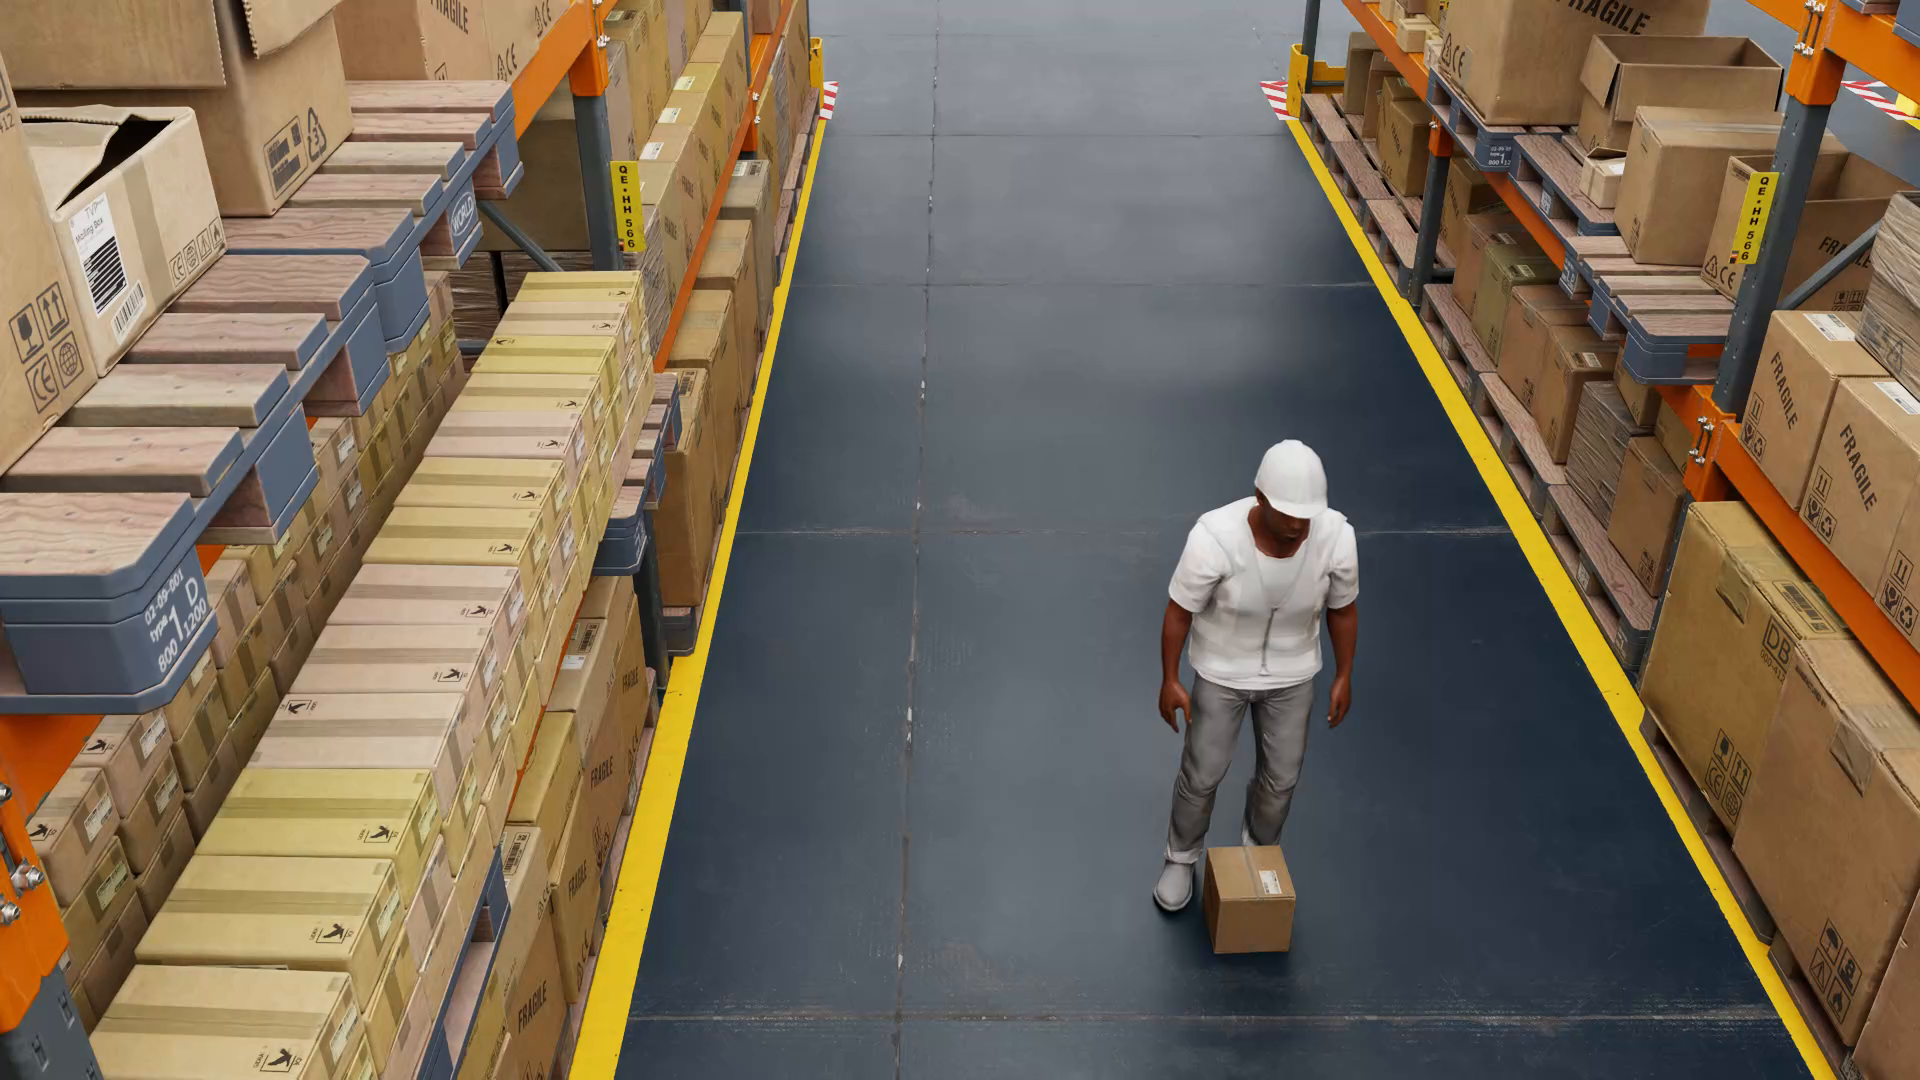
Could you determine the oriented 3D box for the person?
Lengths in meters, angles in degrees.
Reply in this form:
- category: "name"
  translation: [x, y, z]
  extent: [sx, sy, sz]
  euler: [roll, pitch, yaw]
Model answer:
- category: "person"
  translation: [0.959, 0.447, 5.383]
  extent: [0.638, 1.761, 0.455]
  euler: [-1, 31, -2]
